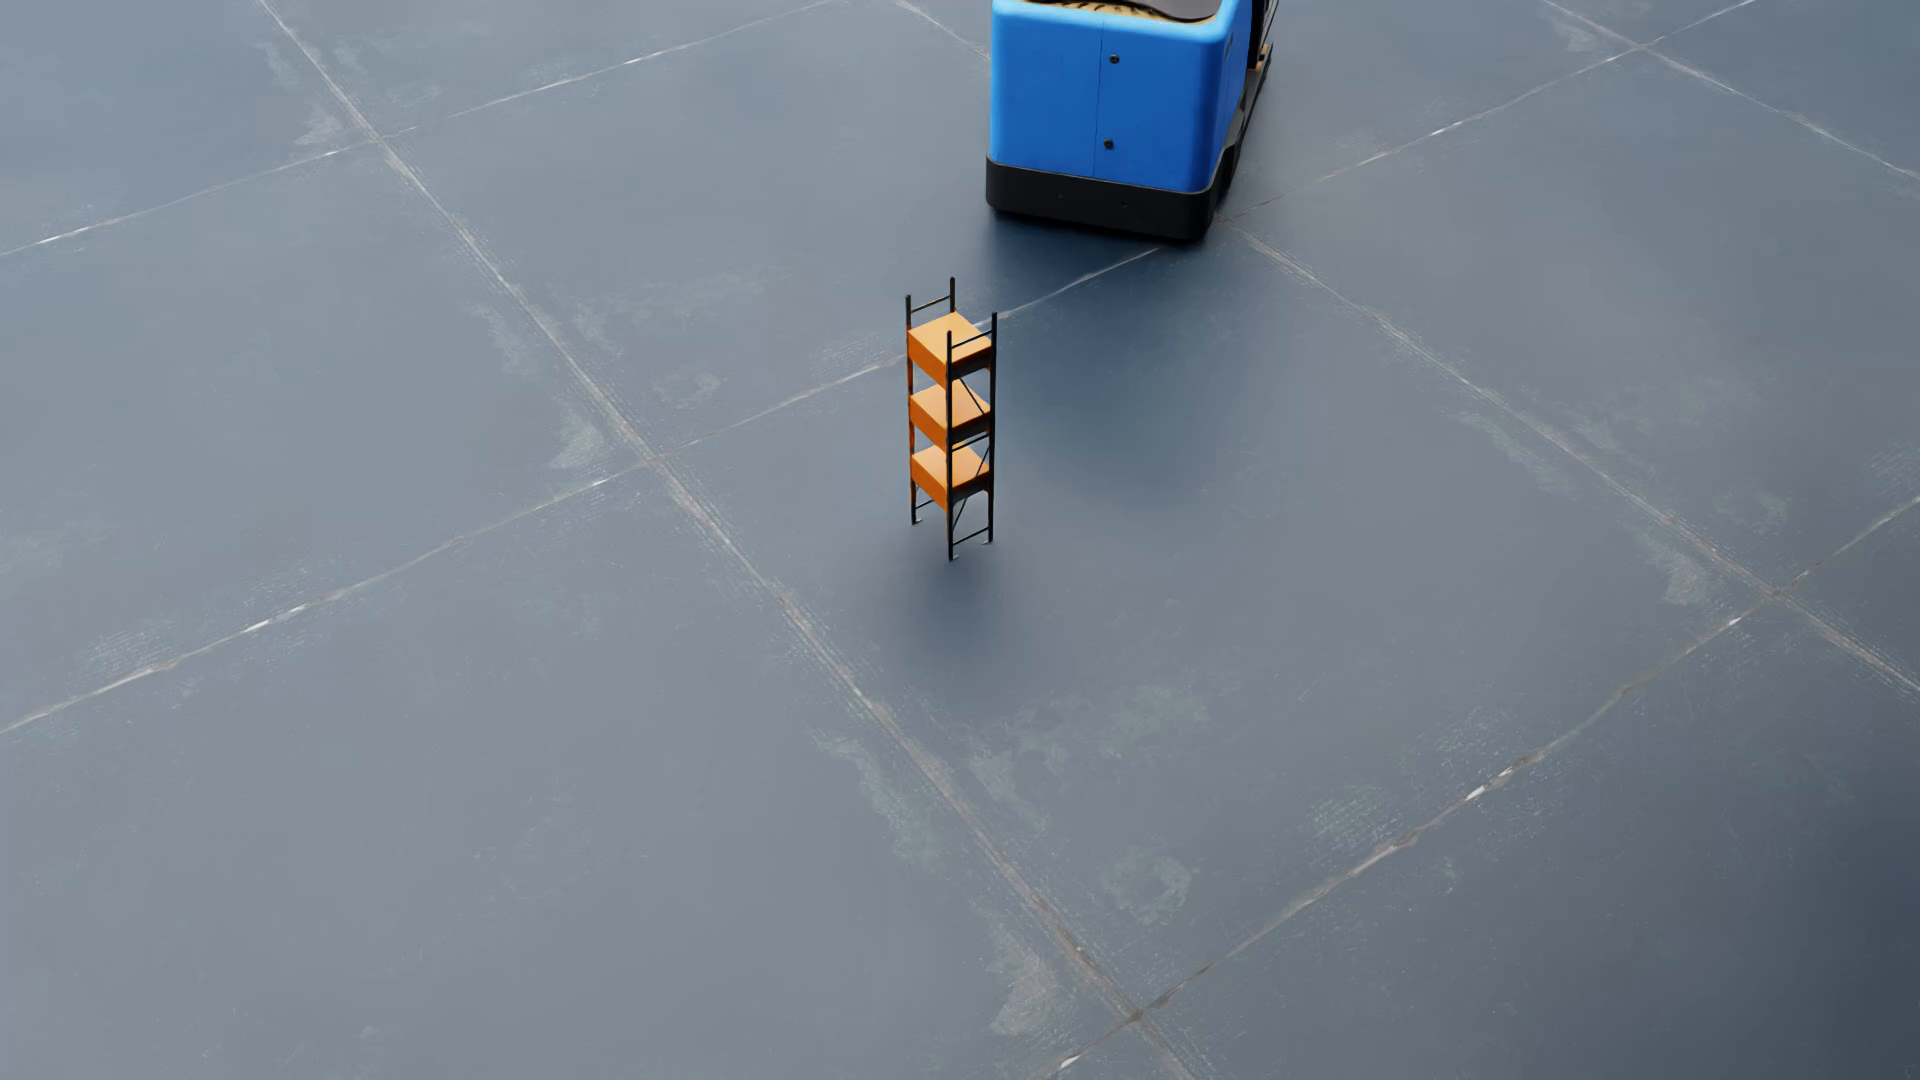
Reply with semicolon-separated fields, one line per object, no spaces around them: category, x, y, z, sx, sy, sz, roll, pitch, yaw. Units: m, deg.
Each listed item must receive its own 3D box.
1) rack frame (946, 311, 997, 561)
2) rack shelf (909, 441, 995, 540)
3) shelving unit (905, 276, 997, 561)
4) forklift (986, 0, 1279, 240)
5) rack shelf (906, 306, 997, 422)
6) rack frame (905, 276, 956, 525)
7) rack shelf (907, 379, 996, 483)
rack frame;0.039;-0.341;5.847;0.200;1.050;0.008;-26;49;-24
rack shelf;-0.031;-0.201;6.118;0.215;0.259;0.240;-26;49;-24
shelving unit;-0.031;-0.410;5.919;0.215;1.050;0.252;-26;49;-24
forklift;1.028;-3.464;7.756;1.130;2.935;3.031;12;45;12
rack shelf;-0.031;-0.608;5.731;0.215;0.259;0.240;-26;49;-24
rack frame;-0.100;-0.479;5.992;0.200;1.050;0.008;-26;49;-24
rack shelf;-0.031;-0.402;5.927;0.215;0.259;0.240;-26;49;-24
